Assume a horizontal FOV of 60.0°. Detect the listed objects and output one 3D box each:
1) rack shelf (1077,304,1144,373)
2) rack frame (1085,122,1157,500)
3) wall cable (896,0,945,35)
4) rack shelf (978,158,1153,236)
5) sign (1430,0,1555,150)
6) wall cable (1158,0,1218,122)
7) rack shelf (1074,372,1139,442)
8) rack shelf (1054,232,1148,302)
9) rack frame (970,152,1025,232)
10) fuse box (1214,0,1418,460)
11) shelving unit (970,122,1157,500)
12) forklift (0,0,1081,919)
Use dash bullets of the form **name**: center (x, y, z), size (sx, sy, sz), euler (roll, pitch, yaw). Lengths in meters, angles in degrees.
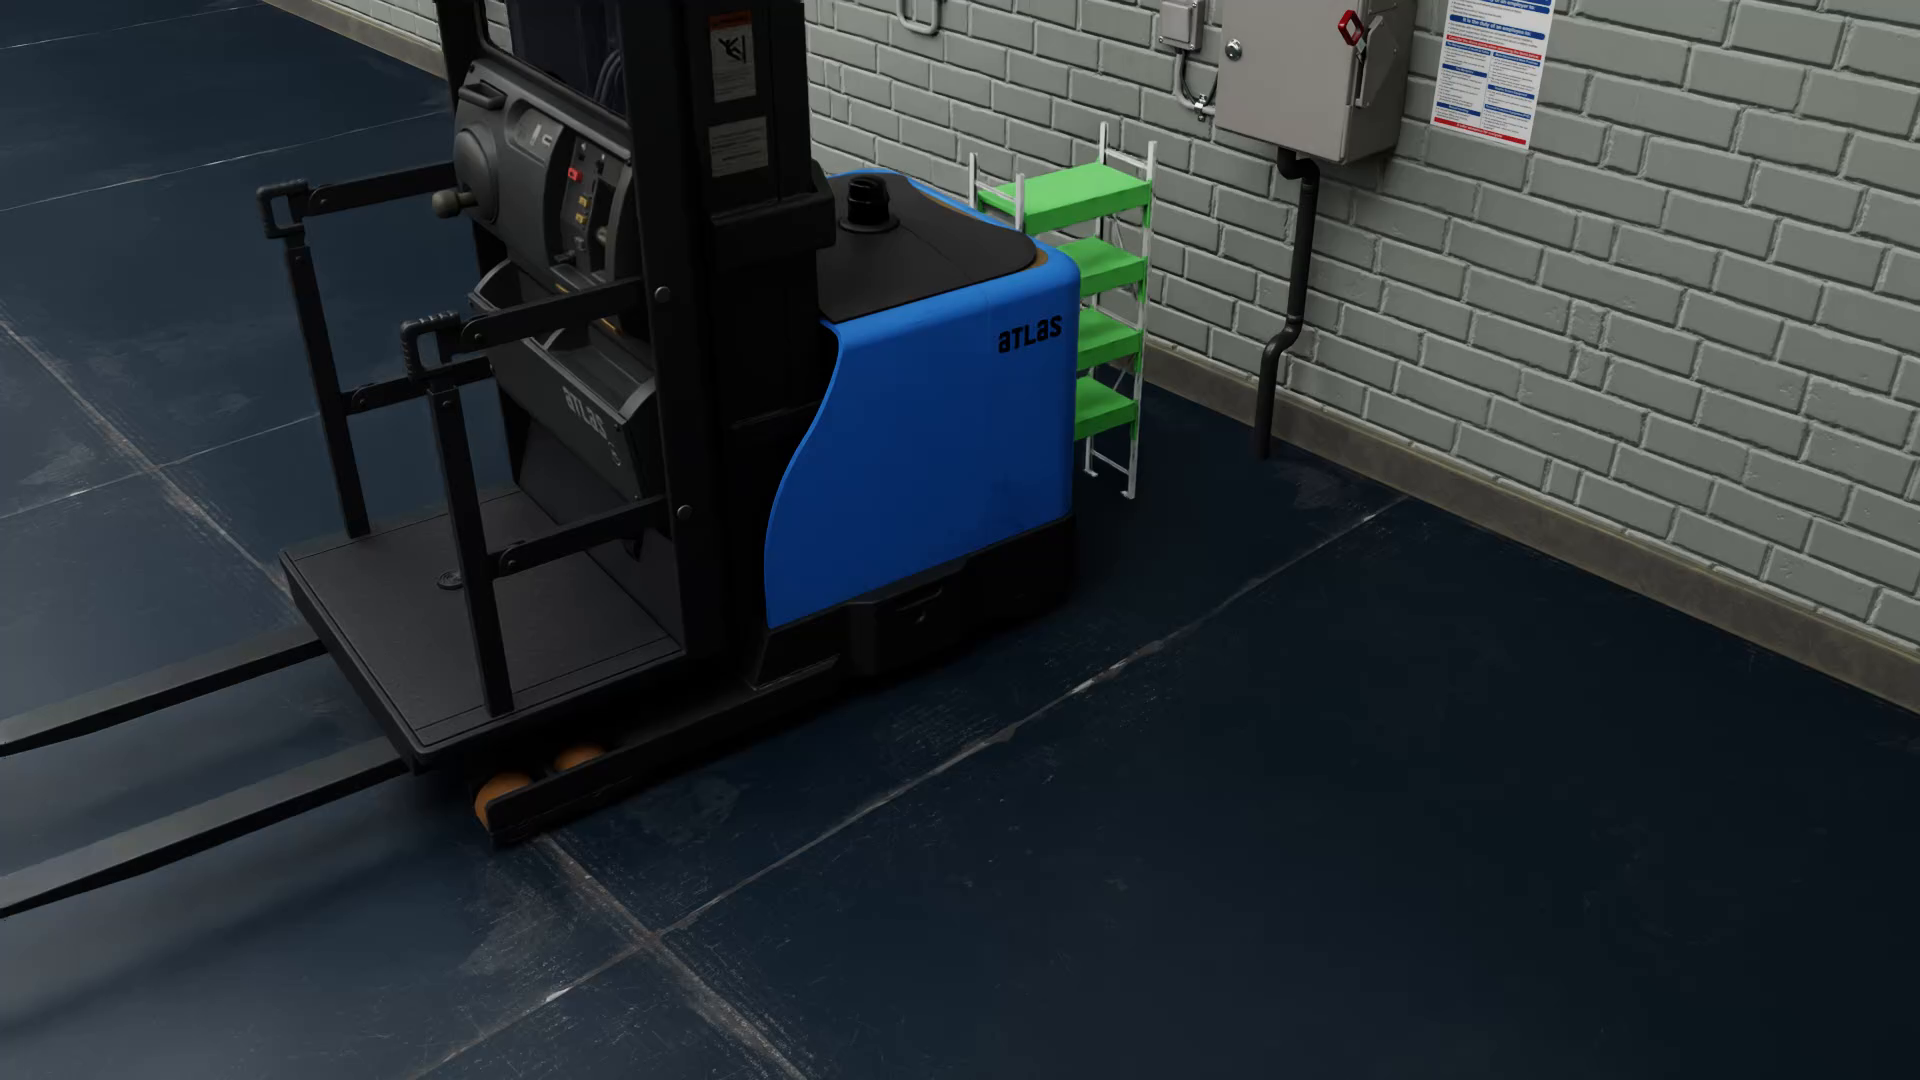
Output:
- **rack shelf**: center (0.302, -0.568, 5.151), size (0.480, 0.148, 0.258), euler (-21, 37, -30)
- **rack frame**: center (0.499, -0.697, 5.240), size (0.015, 1.200, 0.240), euler (-21, 37, -30)
- **wall cable**: center (-0.292, -2.850, 6.032), size (0.123, 1.953, 0.585), euler (-26, 40, -35)
- **rack shelf**: center (0.302, -0.977, 4.900), size (0.480, 0.148, 0.258), euler (-21, 37, -30)
- **sign**: center (1.517, -1.392, 4.742), size (0.001, 0.494, 0.329), euler (-26, 40, -35)
- **wall cable**: center (0.681, -2.298, 5.160), size (0.122, 1.984, 0.588), euler (-26, 40, -35)
- **rack shelf**: center (0.302, -0.363, 5.276), size (0.480, 0.148, 0.258), euler (-21, 37, -30)
- **rack shelf**: center (0.302, -0.773, 5.026), size (0.480, 0.148, 0.258), euler (-21, 37, -30)
- **rack frame**: center (0.104, -0.548, 4.996), size (0.015, 1.200, 0.240), euler (-21, 37, -30)
- **fuse box**: center (1.030, -0.998, 5.243), size (0.414, 1.711, 0.539), euler (-26, 40, -35)
- **shelving unit**: center (0.302, -0.622, 5.118), size (0.503, 1.200, 0.258), euler (-21, 37, -30)
- **forklift**: center (-1.154, -0.832, 3.801), size (3.031, 2.935, 1.130), euler (-21, 37, -30)
